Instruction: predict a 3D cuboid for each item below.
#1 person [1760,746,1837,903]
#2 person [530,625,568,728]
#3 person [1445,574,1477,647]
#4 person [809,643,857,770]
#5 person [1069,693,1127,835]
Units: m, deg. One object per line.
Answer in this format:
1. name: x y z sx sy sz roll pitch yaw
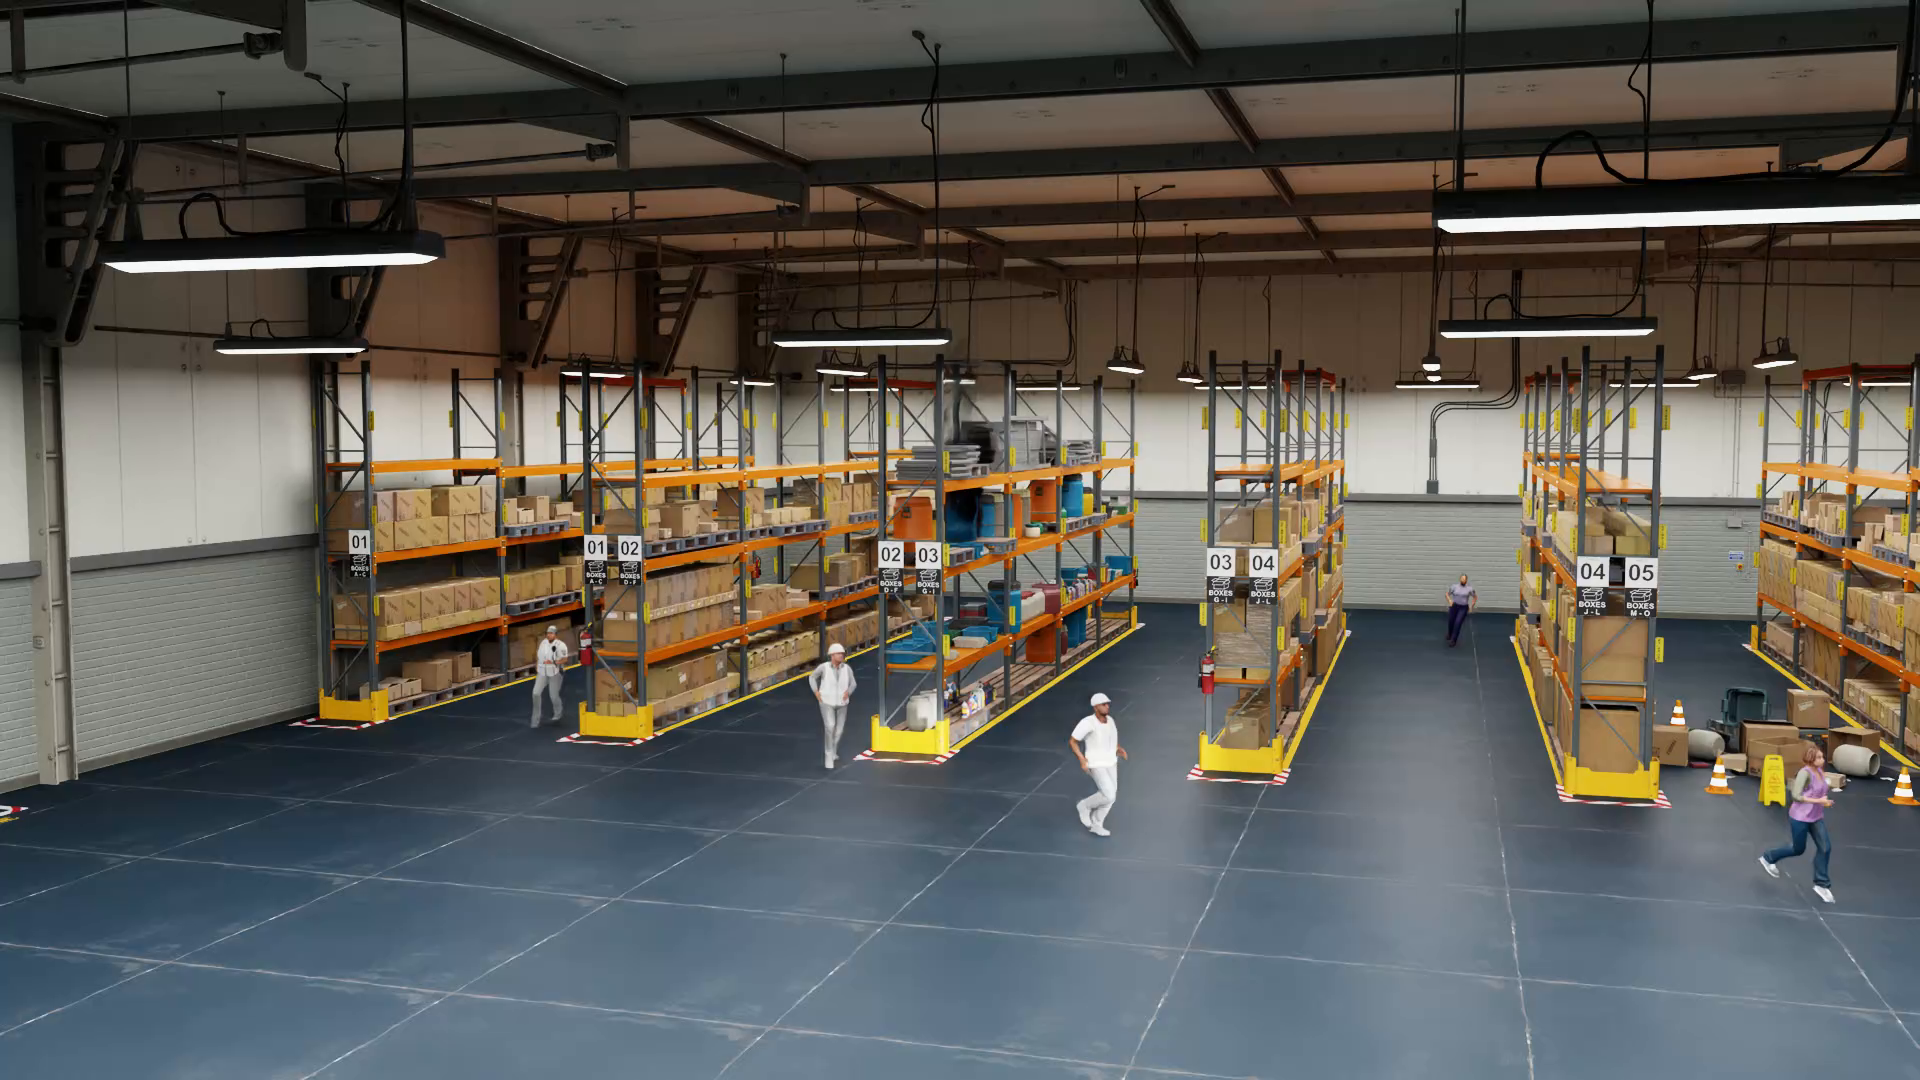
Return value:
1. person: 8.913 2.970 17.625 0.553 1.630 0.857 -2 5 -30
2. person: -6.713 2.247 27.410 0.603 1.710 0.771 1 4 11
3. person: 11.155 1.564 37.061 0.673 1.596 0.837 2 4 22
4. person: -1.828 2.403 24.200 0.659 1.805 0.717 -2 4 -22
5. person: 1.717 2.709 20.073 0.698 1.722 0.578 -4 6 -44
